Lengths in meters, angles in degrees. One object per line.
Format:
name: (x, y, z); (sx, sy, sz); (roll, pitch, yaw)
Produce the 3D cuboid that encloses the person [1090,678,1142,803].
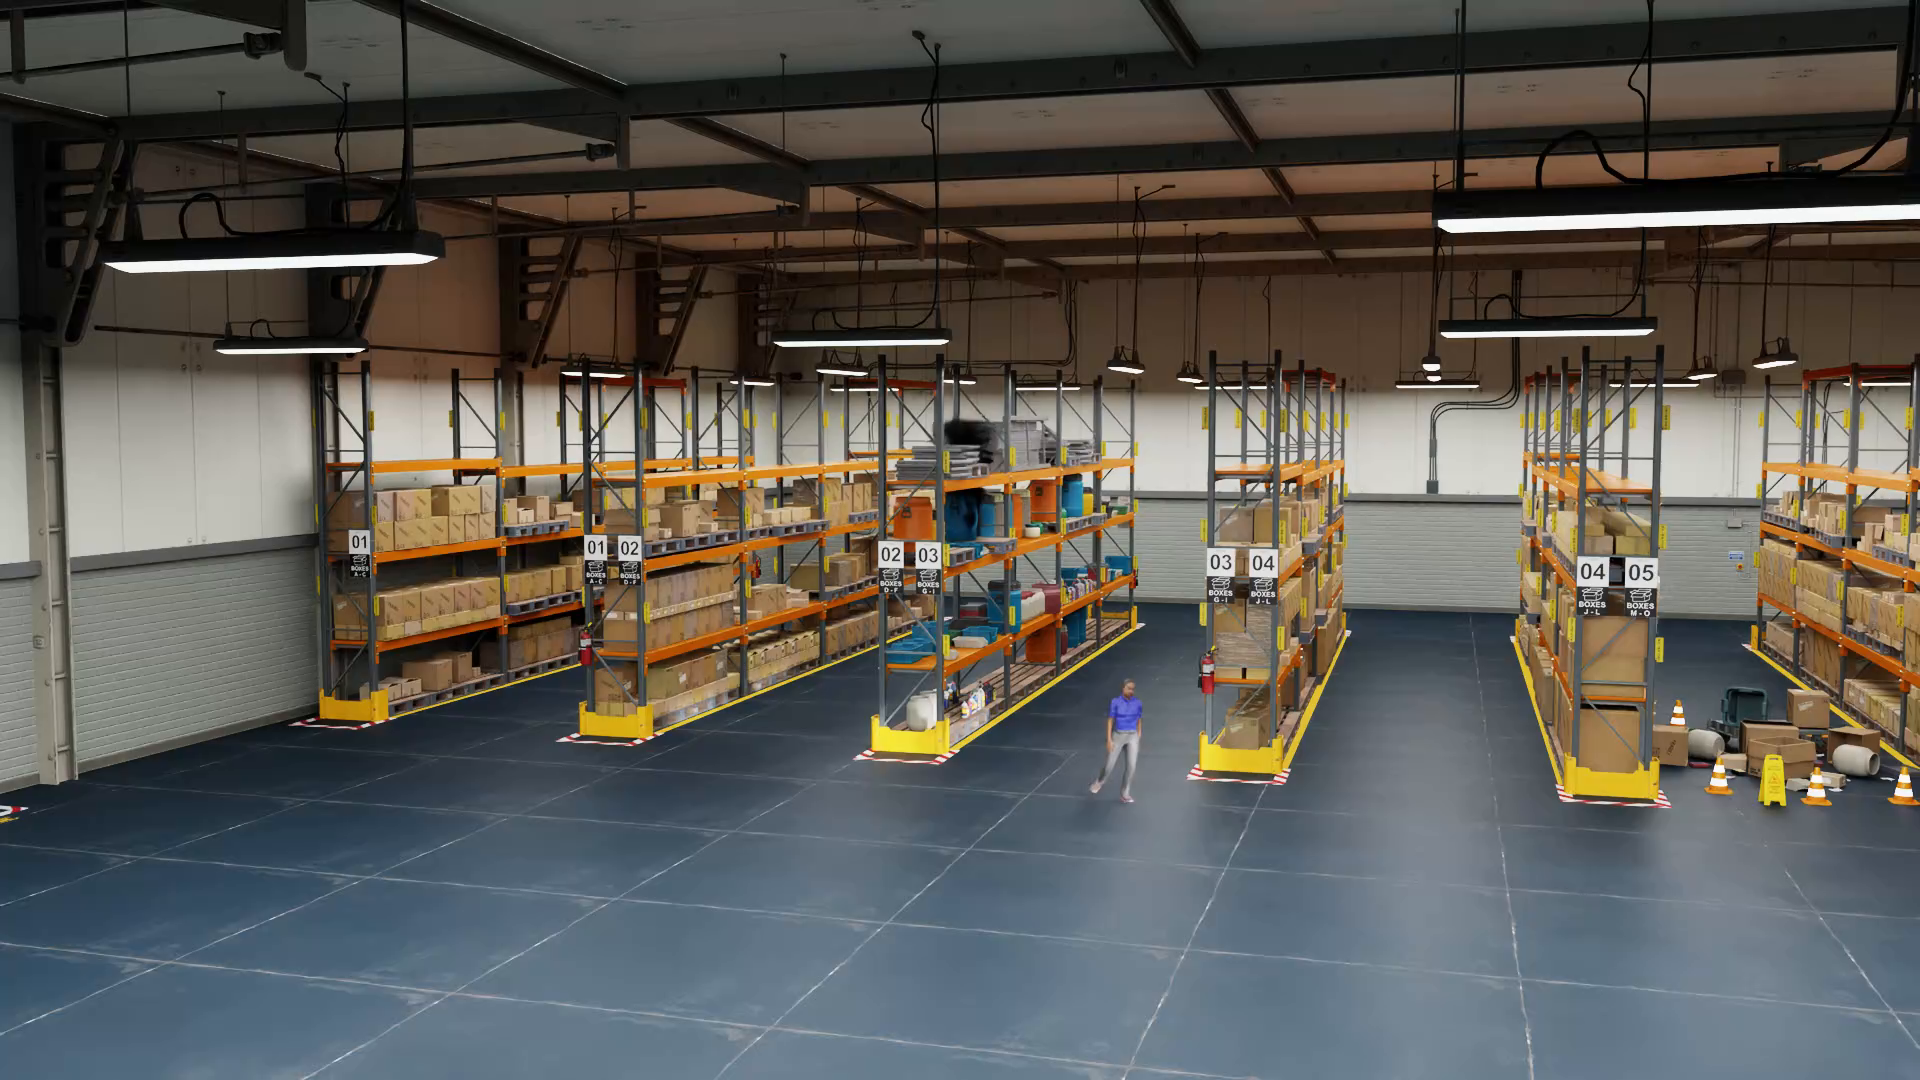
person: (2.060, 2.614, 21.906); (0.637, 1.633, 0.557); (-1, 4, -8)
